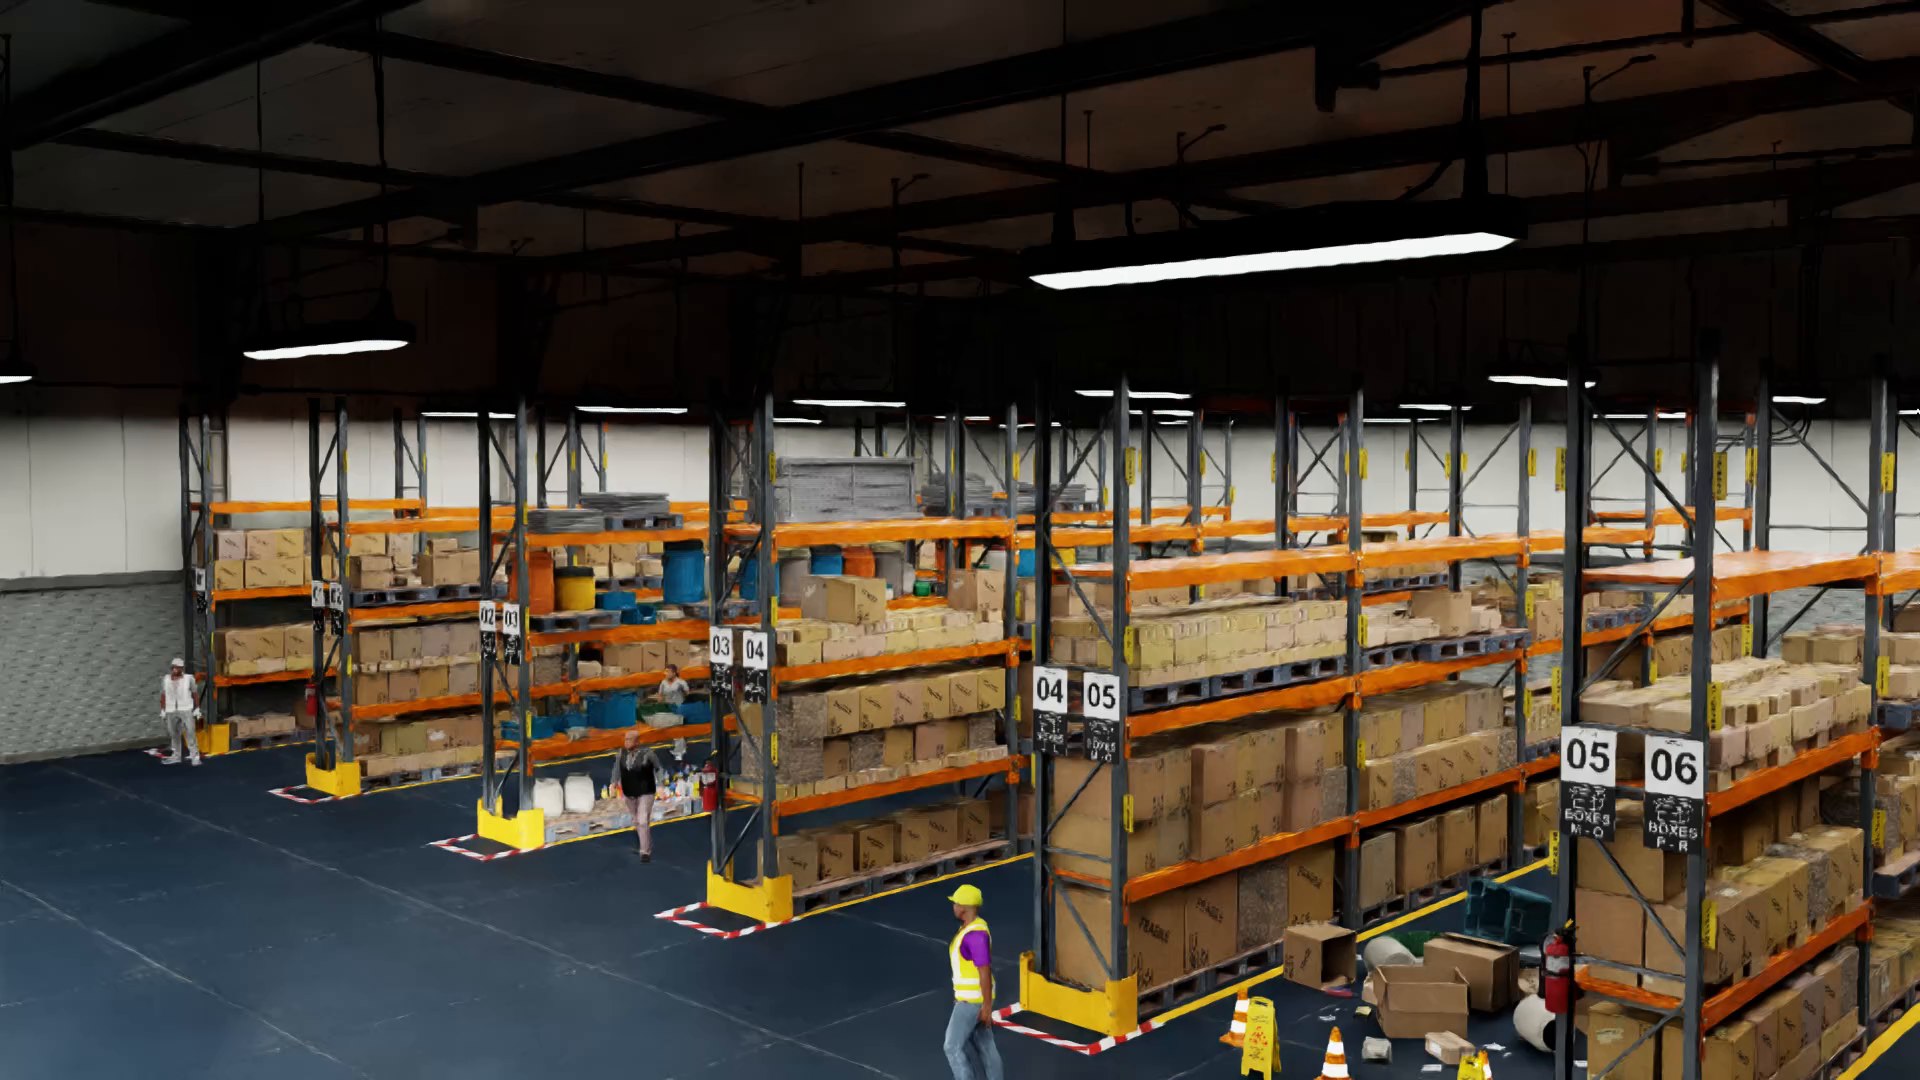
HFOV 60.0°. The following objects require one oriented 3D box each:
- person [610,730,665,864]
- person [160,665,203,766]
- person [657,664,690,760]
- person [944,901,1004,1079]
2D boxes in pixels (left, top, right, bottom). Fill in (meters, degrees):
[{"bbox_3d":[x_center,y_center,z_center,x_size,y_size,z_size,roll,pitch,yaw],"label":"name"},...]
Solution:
[{"bbox_3d":[-4.036,3.214,21.105,0.631,1.658,0.832,1,3,25],"label":"person"},{"bbox_3d":[-0.175,2.315,20.184,23.764,3.536,18.348,0,3,-8],"label":"person"},{"bbox_3d":[-1.729,2.815,29.354,4.911,1.584,5.806,2,3,27],"label":"person"},{"bbox_3d":[0.139,3.658,13.033,0.498,1.637,0.658,0,3,6],"label":"person"}]
